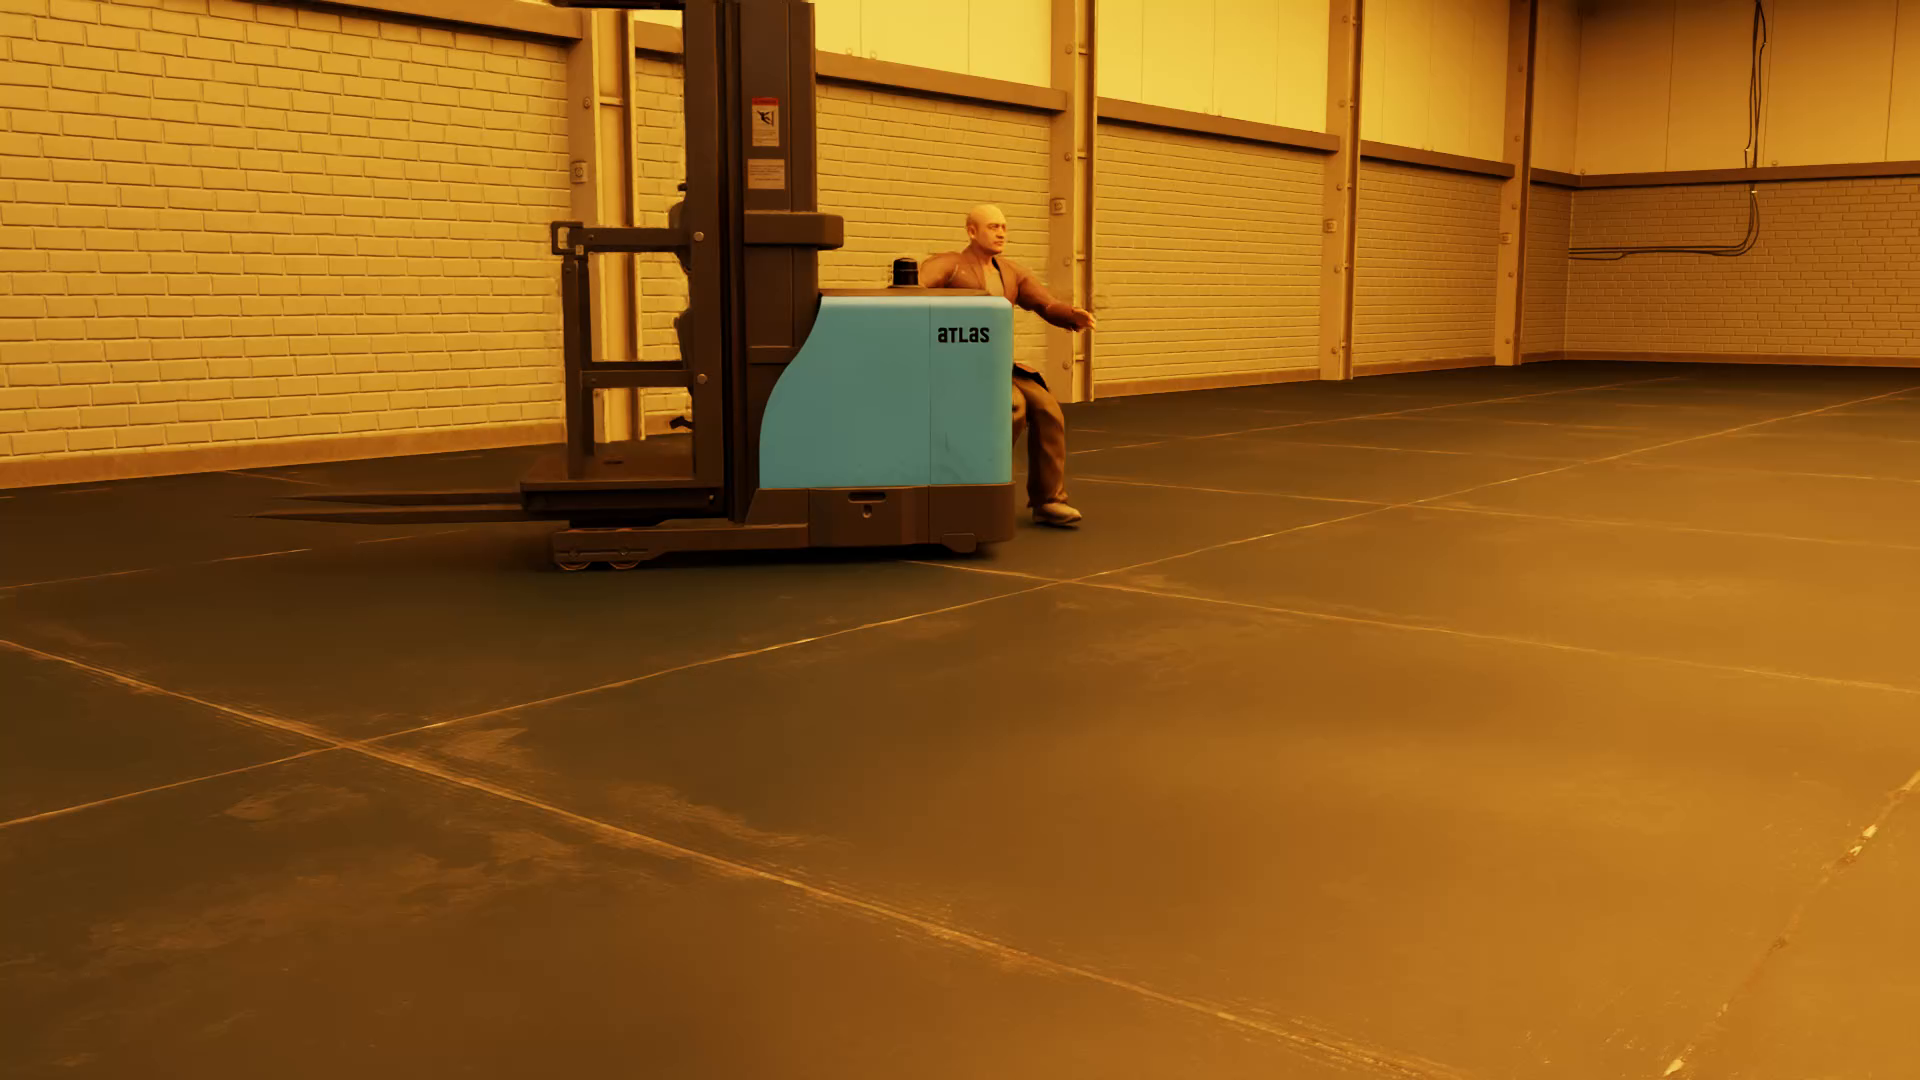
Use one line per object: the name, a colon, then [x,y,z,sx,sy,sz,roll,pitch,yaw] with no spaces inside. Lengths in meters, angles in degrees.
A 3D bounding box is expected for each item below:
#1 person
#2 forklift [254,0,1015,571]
person: [0.263,-0.832,7.949,0.901,1.545,0.944,8,12,44]
forklift: [-1.335,-1.410,6.919,3.031,2.935,1.130,-1,8,-10]
